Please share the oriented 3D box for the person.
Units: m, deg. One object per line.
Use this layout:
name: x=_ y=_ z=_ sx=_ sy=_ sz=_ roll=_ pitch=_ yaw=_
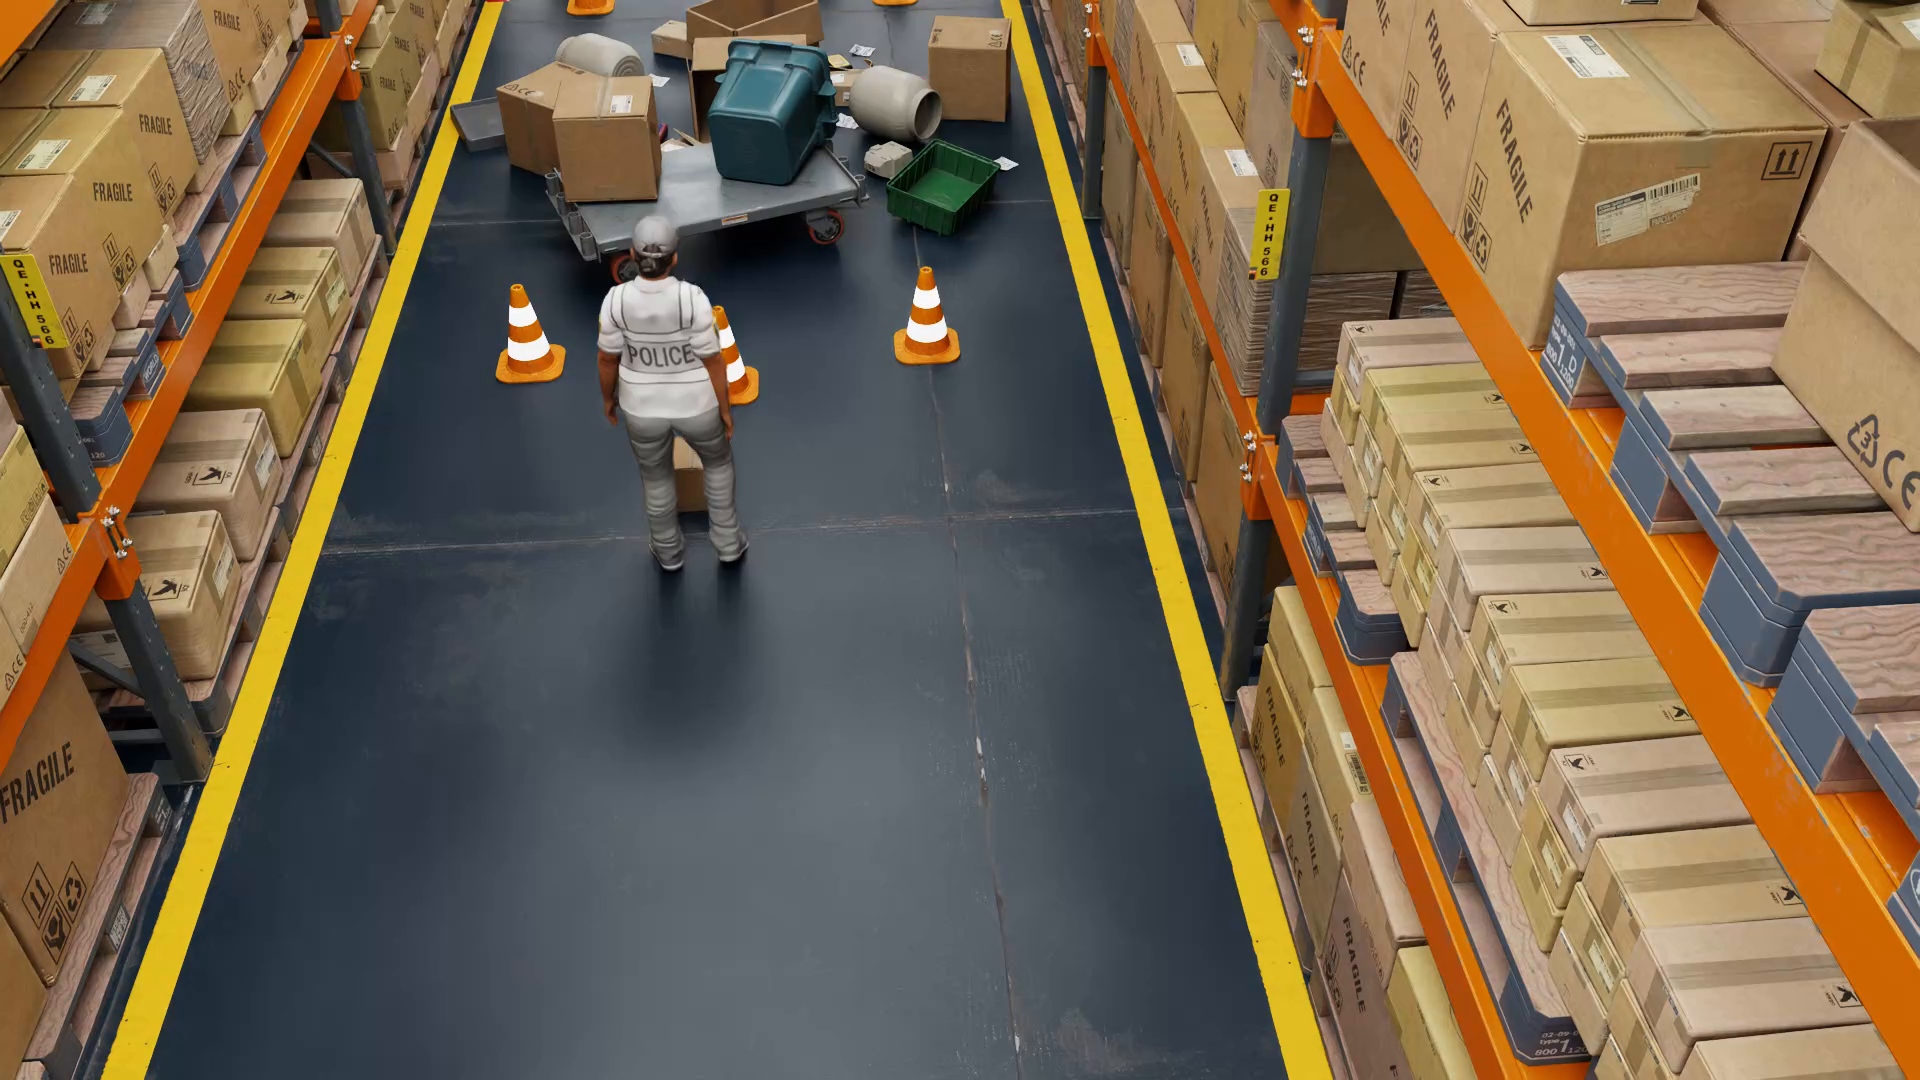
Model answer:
person: x=-1.197 y=-0.545 z=6.827 sx=0.534 sy=1.701 sz=0.395 roll=-2 pitch=39 yaw=-3
